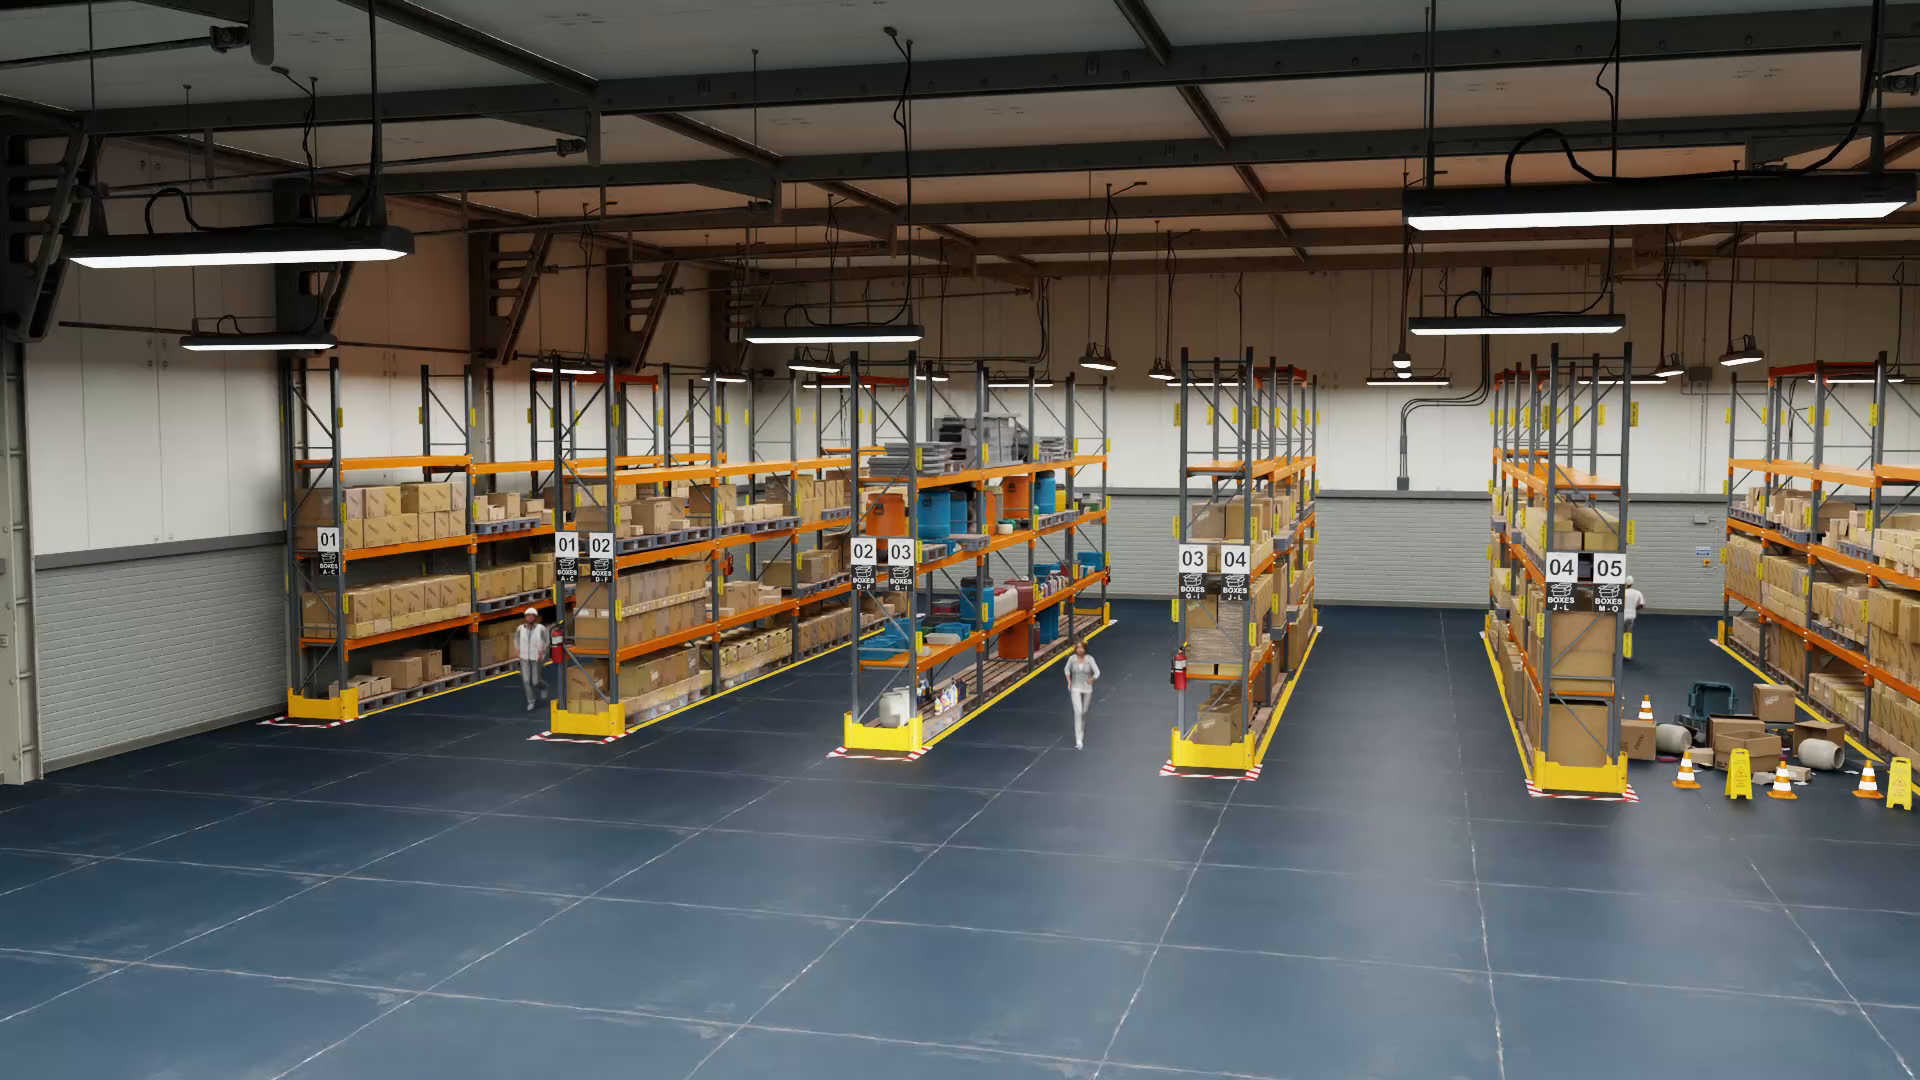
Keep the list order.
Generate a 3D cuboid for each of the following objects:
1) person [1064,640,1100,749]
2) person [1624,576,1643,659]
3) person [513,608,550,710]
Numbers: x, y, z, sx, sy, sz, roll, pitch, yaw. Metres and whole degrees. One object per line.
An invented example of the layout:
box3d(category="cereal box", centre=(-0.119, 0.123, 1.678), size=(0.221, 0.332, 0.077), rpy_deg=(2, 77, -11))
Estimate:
box3d(category="person", centre=(1.865, 2.333, 25.466), size=(0.529, 1.630, 0.755), rpy_deg=(0, 4, -1))
box3d(category="person", centre=(13.809, 1.595, 34.564), size=(0.716, 1.724, 0.626), rpy_deg=(0, 4, 3))
box3d(category="person", centre=(-7.402, 2.033, 28.747), size=(0.657, 1.751, 0.652), rpy_deg=(0, 4, -1))
